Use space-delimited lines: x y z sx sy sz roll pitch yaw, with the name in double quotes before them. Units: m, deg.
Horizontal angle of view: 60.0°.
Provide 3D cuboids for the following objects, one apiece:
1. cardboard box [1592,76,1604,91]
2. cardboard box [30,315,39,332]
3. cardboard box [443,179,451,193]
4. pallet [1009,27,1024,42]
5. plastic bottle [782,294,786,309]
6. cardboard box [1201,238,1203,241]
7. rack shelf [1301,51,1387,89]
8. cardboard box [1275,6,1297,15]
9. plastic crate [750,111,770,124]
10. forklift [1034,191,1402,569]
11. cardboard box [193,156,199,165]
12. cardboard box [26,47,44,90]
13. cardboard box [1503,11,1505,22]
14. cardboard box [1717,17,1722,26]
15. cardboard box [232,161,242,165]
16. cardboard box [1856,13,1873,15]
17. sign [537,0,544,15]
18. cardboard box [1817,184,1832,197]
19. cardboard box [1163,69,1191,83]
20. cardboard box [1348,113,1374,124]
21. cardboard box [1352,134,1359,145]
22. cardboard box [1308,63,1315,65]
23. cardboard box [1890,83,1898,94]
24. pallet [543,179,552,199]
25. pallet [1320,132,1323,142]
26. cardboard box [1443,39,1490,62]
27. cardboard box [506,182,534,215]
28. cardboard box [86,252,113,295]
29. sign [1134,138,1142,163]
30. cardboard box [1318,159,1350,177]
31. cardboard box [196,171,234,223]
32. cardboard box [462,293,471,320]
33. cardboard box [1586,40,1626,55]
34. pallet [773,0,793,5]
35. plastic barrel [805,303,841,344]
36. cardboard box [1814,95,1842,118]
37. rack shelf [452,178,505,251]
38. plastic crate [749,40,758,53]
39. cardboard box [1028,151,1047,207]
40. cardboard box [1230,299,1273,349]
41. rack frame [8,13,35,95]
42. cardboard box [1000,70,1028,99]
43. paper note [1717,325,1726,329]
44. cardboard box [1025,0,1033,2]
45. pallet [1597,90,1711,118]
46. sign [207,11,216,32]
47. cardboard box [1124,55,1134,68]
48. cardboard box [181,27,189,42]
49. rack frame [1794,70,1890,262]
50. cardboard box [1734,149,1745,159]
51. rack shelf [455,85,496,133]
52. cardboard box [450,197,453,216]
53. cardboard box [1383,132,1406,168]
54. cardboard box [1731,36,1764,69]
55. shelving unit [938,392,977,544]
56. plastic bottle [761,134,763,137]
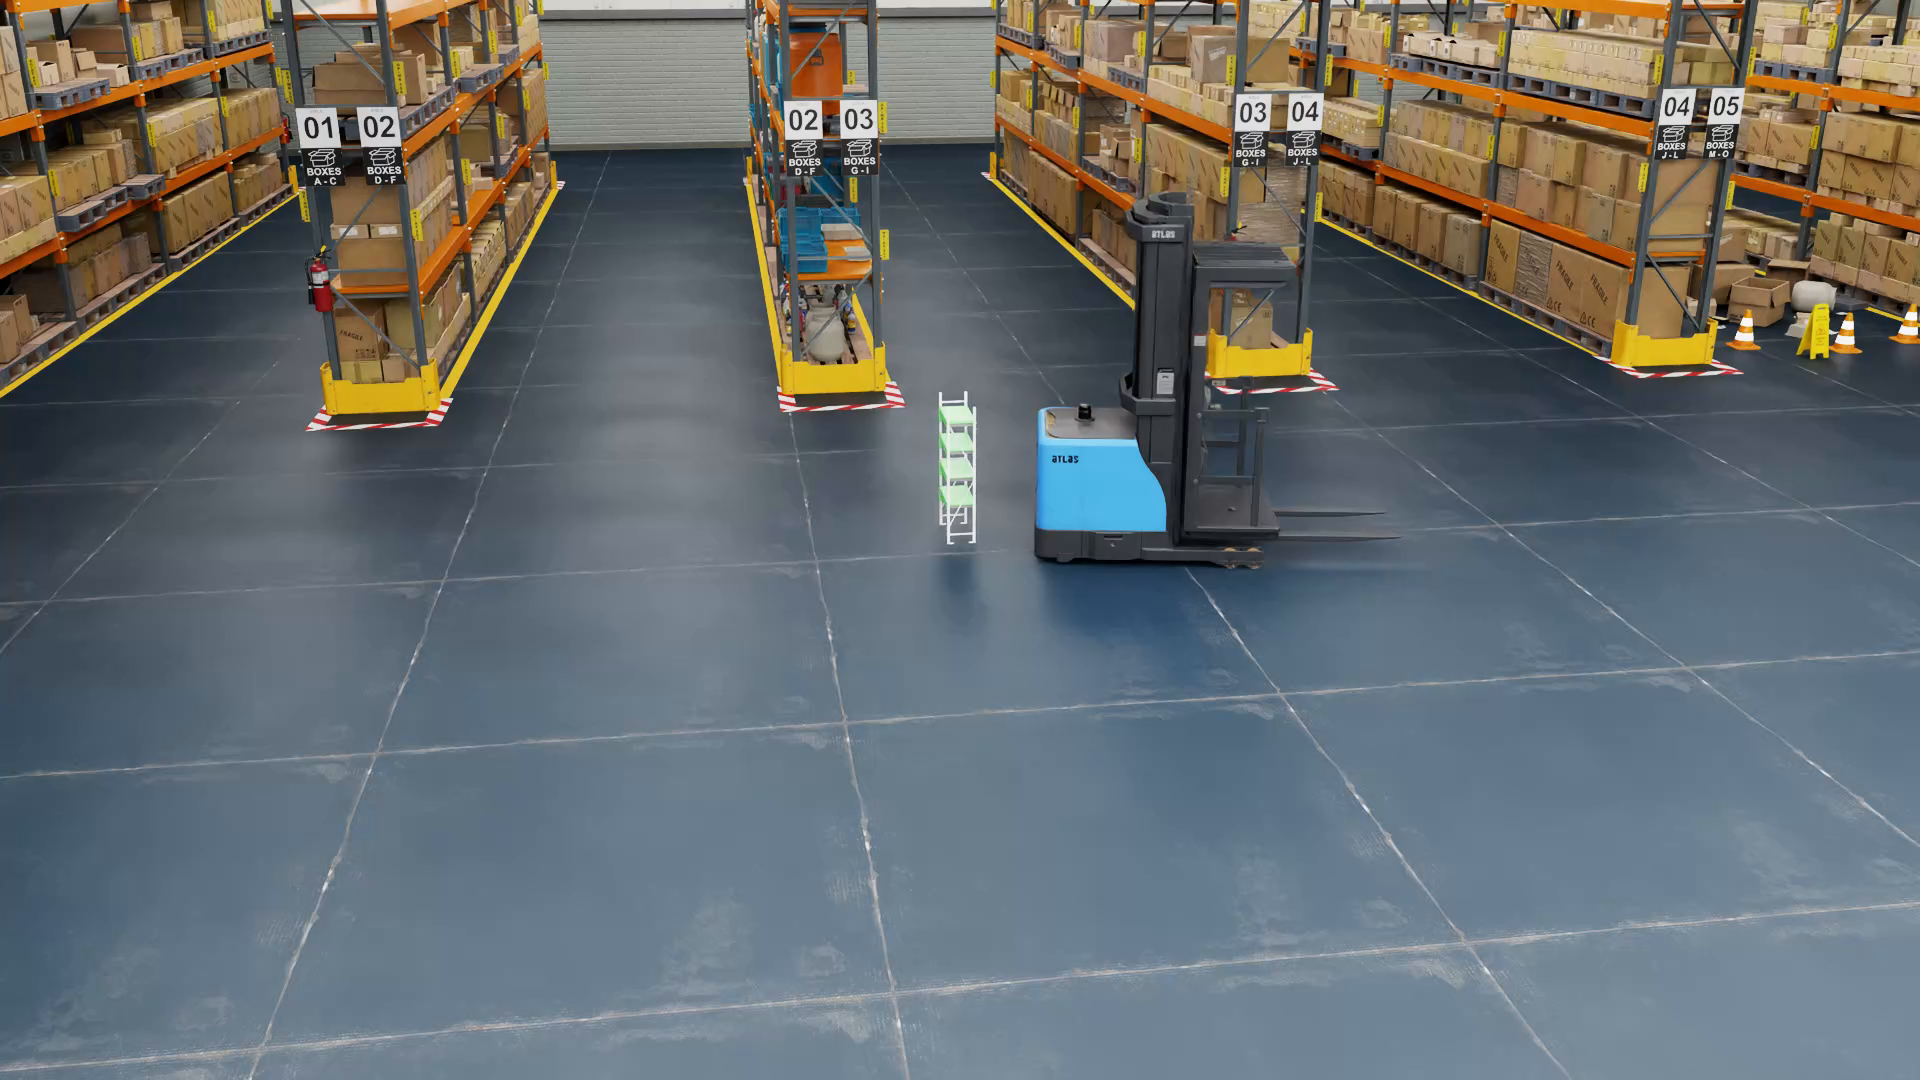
"cardboard box" 7.915 -5.544 20.176 0.380 0.149 0.250 -3 21 -9
"cardboard box" -11.653 -2.678 20.593 0.380 0.166 0.250 -6 21 -15
"cardboard box" -6.573 -4.415 20.755 0.380 0.149 0.250 -3 21 -9
"pallet" 1.512 -9.571 31.468 1.003 0.211 1.213 -3 21 -8
"plastic bottle" -2.240 -2.991 21.265 0.061 0.283 0.133 -2 21 -5
"cardboard box" 3.138 -3.664 20.173 0.380 0.149 0.250 -3 21 -8
"rack shelf" 7.003 -8.093 28.412 1.077 0.370 4.000 -3 21 -8
"cardboard box" 6.187 -10.014 31.458 0.380 0.149 0.250 -3 21 -8
"plastic crate" -3.786 -8.029 31.653 0.416 0.233 0.300 -3 21 -8
"forklift" 2.152 -1.326 13.652 3.031 2.935 1.130 1 20 2
"cardboard box" -12.444 -6.099 26.664 0.380 0.149 0.250 -3 21 -9
"cardboard box" -11.759 -5.825 20.568 0.500 0.500 0.500 0 20 0
"cardboard box" 11.188 -10.473 33.141 0.500 0.311 0.500 -3 21 -7
"cardboard box" 15.820 -10.770 34.342 0.500 0.250 0.500 -3 21 -7
"cardboard box" -13.321 -6.824 30.319 0.380 0.149 0.250 -3 21 -7
"cardboard box" 16.773 -9.652 30.749 0.380 0.149 0.250 -3 21 -9
"sign" -8.036 -10.230 31.840 0.100 0.325 0.005 -3 21 -8
"cardboard box" 12.480 -4.989 23.720 0.380 0.149 0.250 -3 21 -8
"cardboard box" 2.811 -5.942 21.269 0.380 0.149 0.250 -3 21 -7
"cardboard box" 6.695 -7.014 27.692 0.380 0.149 0.250 -2 21 -6
"cardboard box" 6.732 -6.645 27.553 0.380 0.149 0.250 -3 21 -8
"cardboard box" 6.801 -8.719 31.350 0.500 0.500 0.500 -4 21 -9
"cardboard box" 12.706 -6.044 22.257 0.380 0.149 0.250 -4 21 -9
"pallet" -8.461 -6.780 32.141 1.003 0.211 1.213 -3 21 -8
"pallet" 6.681 -7.355 29.971 1.003 0.211 1.213 -3 21 -8
"cardboard box" 7.398 -7.150 24.244 0.500 0.311 0.500 -4 21 -10
"cardboard box" -7.657 -5.882 28.696 0.500 0.500 0.500 -3 21 -8
"cardboard box" -12.040 -3.627 22.658 0.700 0.500 0.500 -3 21 -7
"sign" 2.397 -5.245 22.392 0.100 0.325 0.005 -3 21 -8
"cardboard box" 6.639 -6.641 29.684 0.500 0.250 0.500 -2 21 -6
"cardboard box" -12.690 -5.724 27.800 0.750 0.750 0.750 -3 21 -7
"cardboard box" -6.575 -2.993 21.346 0.500 0.250 0.500 -3 21 -8
"cardboard box" 7.877 -6.007 20.275 0.380 0.149 0.250 -3 21 -9
"pallet" -1.630 -6.309 19.164 1.003 0.211 1.213 -3 21 -8
"plastic barrel" -1.622 -2.526 19.722 0.421 0.512 0.421 0 20 0
"cardboard box" 16.433 -8.139 31.051 0.700 0.500 0.500 -3 21 -7
"rack shelf" -7.146 -4.589 23.319 1.077 0.370 4.000 -3 21 -8
"plastic crate" -3.469 -8.689 29.284 0.450 0.188 0.662 -3 21 -8
"cardboard box" 1.904 -6.483 29.797 1.225 0.875 0.875 -3 21 -8
"cardboard box" 3.448 -2.590 19.910 0.500 0.500 0.500 1 20 2
"rack frame" -11.759 -6.793 19.617 1.000 3.000 0.127 -3 21 -8
"cardboard box" 1.090 -8.954 32.695 0.500 0.500 0.500 -3 21 -9
"paper note" 9.905 -2.785 21.705 0.144 0.017 0.142 4 21 11
"cardboard box" 1.497 -10.234 31.159 0.500 0.250 0.500 -4 21 -9
"pallet" 8.327 -5.182 19.718 1.003 0.211 1.213 -3 21 -8
"sign" -12.377 -8.578 27.494 0.100 0.325 0.005 -3 21 -8
"cardboard box" 2.576 -6.869 23.840 0.380 0.166 0.250 -3 21 -9
"cardboard box" -13.243 -8.556 28.096 0.500 0.250 0.500 -3 21 -7
"rack frame" 12.752 -5.232 24.011 1.000 3.000 0.127 -3 21 -8
"cardboard box" 12.223 -6.012 25.859 0.380 0.149 0.250 -2 21 -6
"rack shelf" -7.146 -5.994 22.794 1.077 0.370 4.000 -3 21 -8
"cardboard box" -6.972 -4.332 21.816 0.500 0.250 0.500 -2 21 -4
"cardboard box" 7.089 -6.210 26.487 0.500 0.500 0.500 -3 21 -7
"cardboard box" 12.423 -7.544 25.766 0.797 0.503 0.637 -3 21 -8
"shelving unit" -0.024 -0.619 14.234 0.258 1.200 0.503 -3 21 -8
"plastic bottle" -3.350 -6.742 28.220 0.061 0.283 0.133 -3 21 -8
